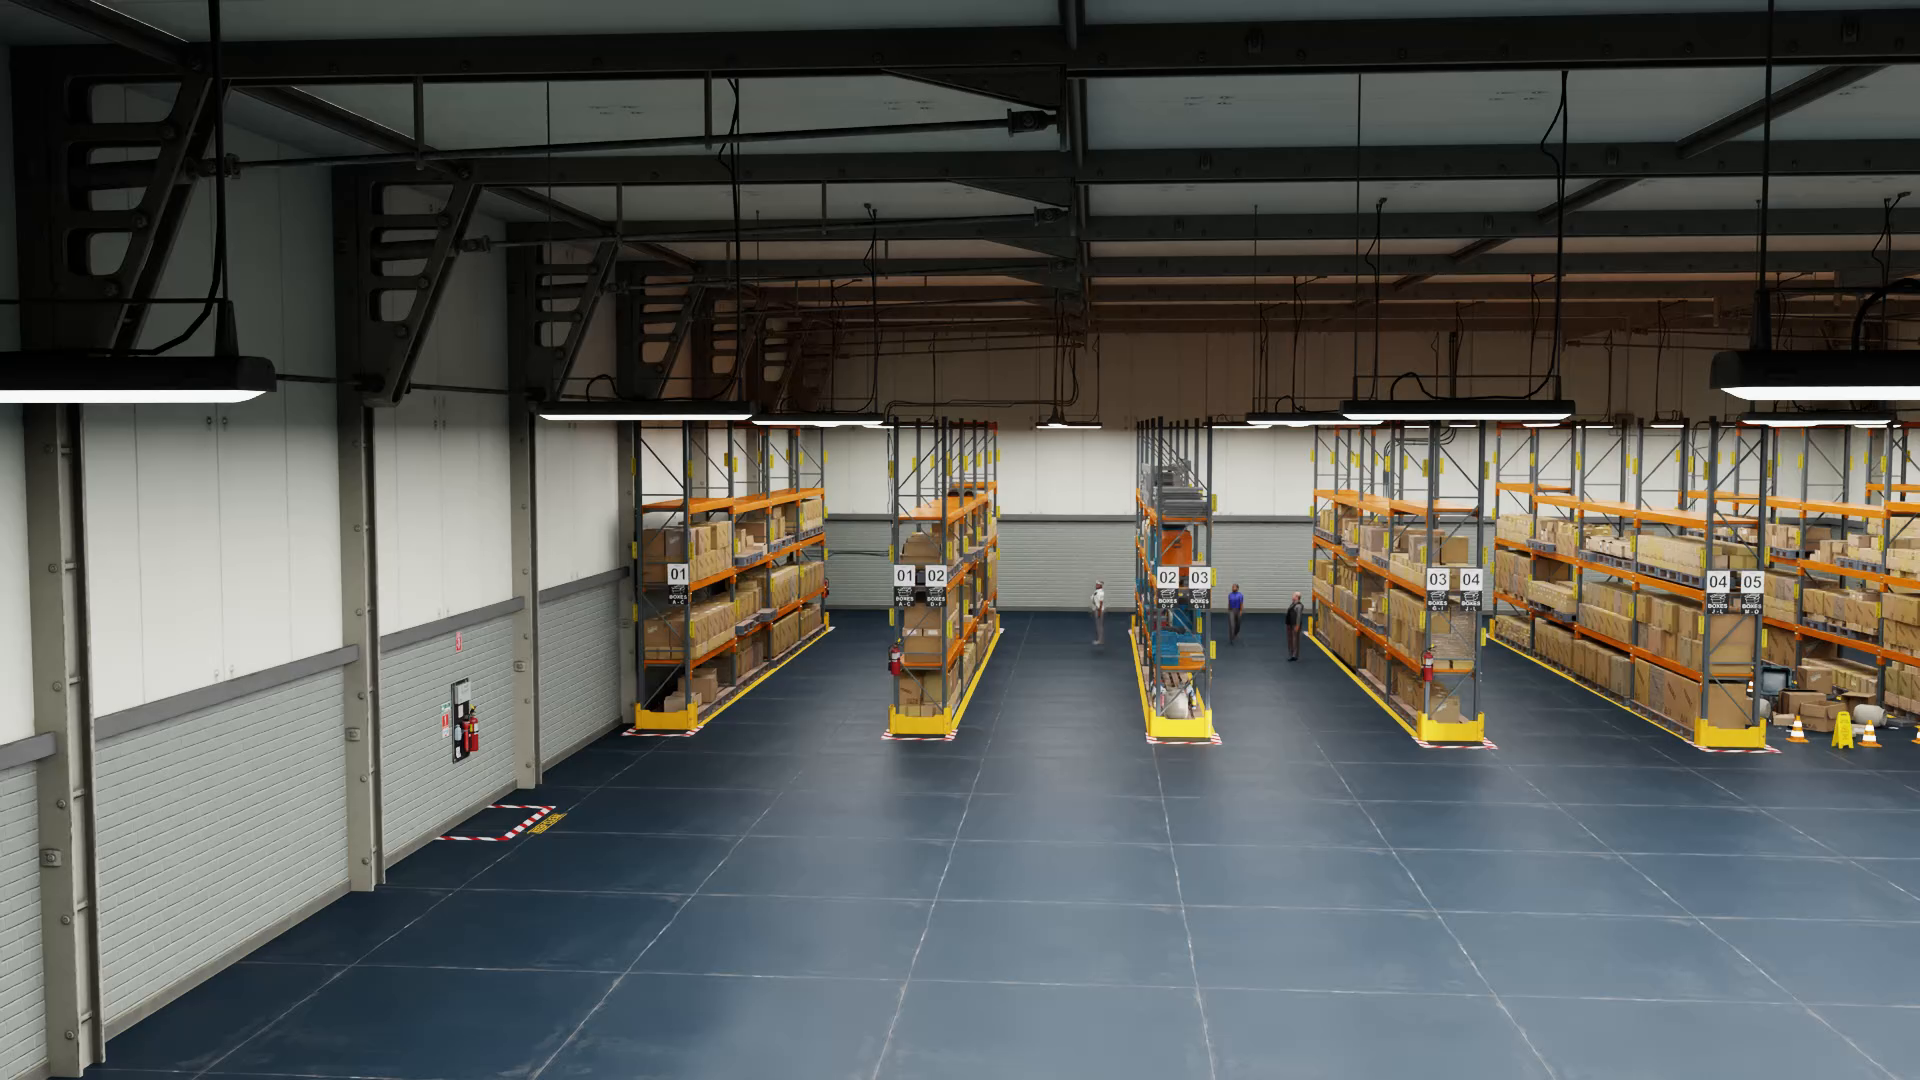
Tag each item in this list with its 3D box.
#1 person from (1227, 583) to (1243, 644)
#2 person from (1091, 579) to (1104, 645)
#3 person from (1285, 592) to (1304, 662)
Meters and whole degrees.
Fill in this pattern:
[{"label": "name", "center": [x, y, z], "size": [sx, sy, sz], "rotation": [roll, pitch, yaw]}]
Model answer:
[{"label": "person", "center": [7.456, 1.971, 45.089], "size": [0.417, 1.603, 0.951], "rotation": [0, 4, -1]}, {"label": "person", "center": [3.603, 1.878, 43.502], "size": [0.365, 1.699, 0.496], "rotation": [0, 4, -3]}, {"label": "person", "center": [8.332, 2.163, 41.589], "size": [0.557, 1.725, 0.536], "rotation": [-2, 4, -33]}]
